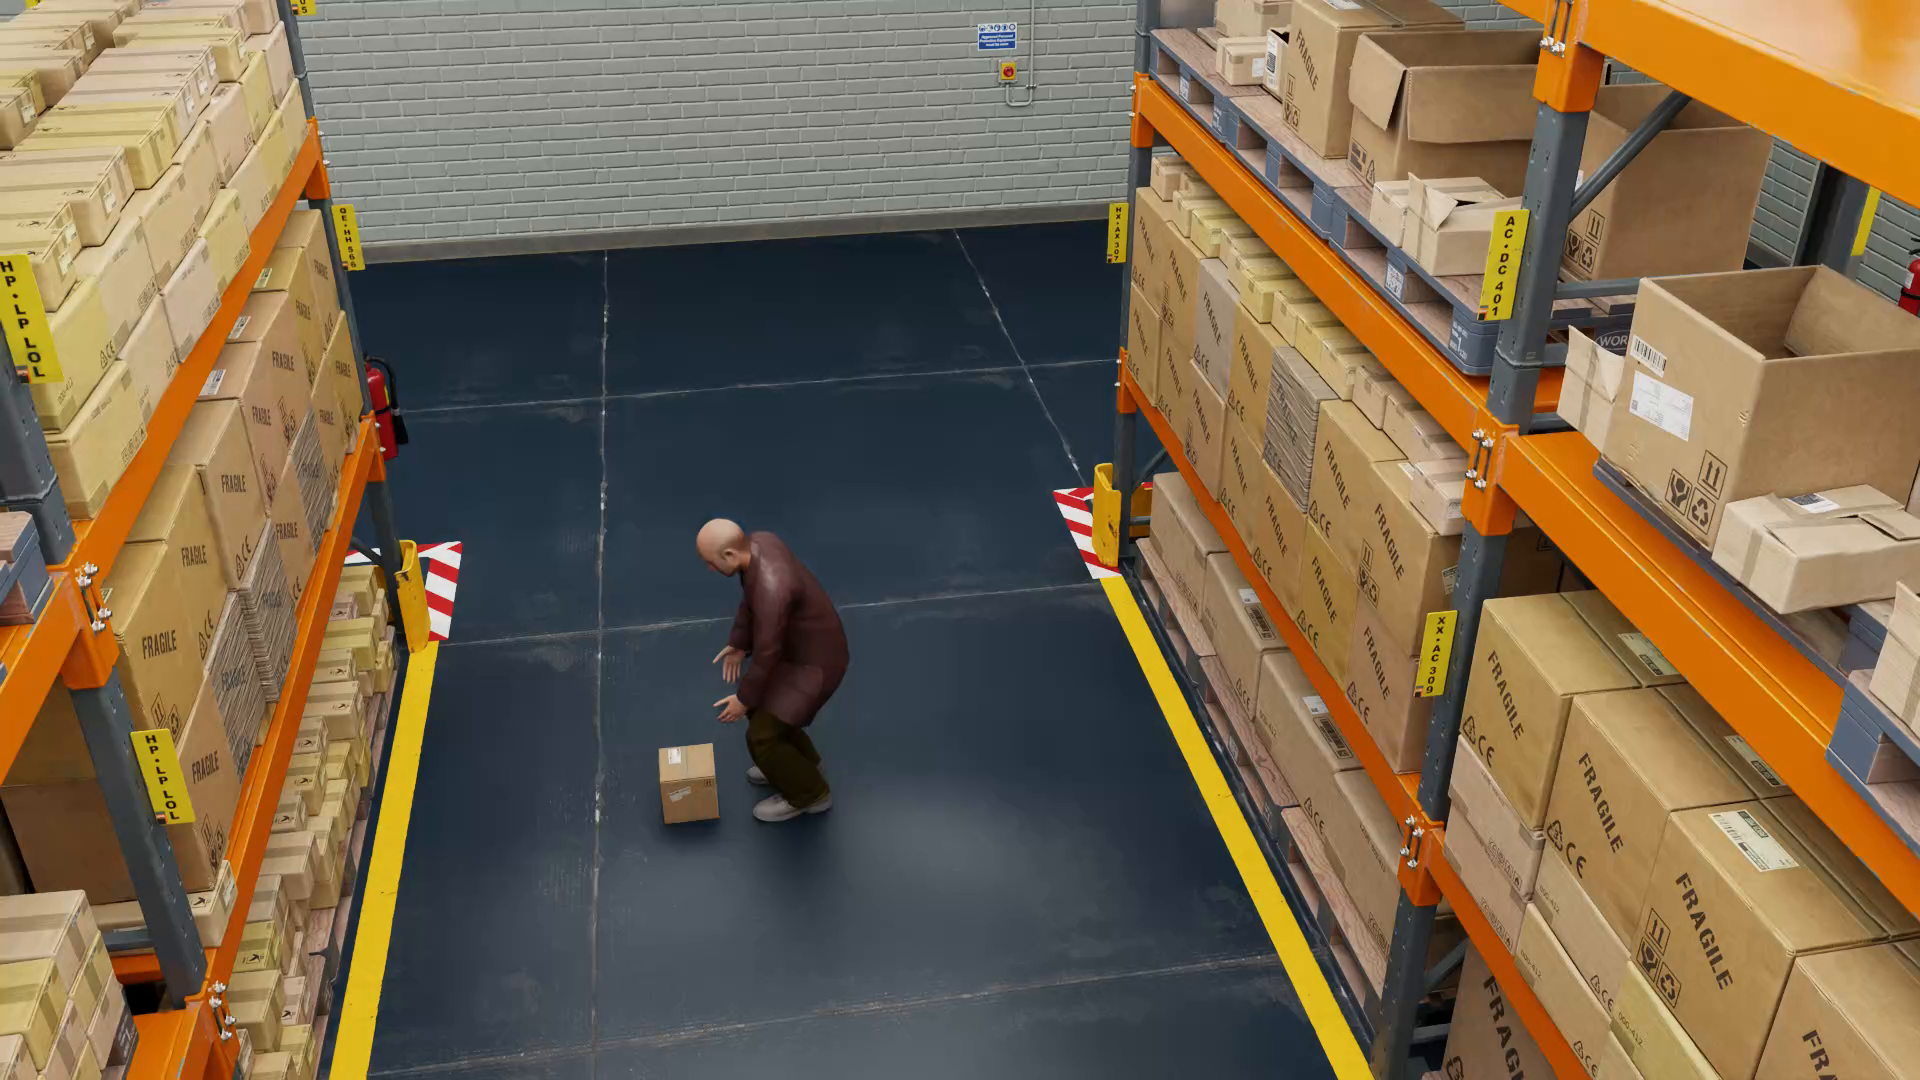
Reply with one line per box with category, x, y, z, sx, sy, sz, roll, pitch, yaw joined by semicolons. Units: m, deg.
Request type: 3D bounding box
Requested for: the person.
person;-0.808;0.560;7.448;0.636;1.531;0.626;-5;31;-9
